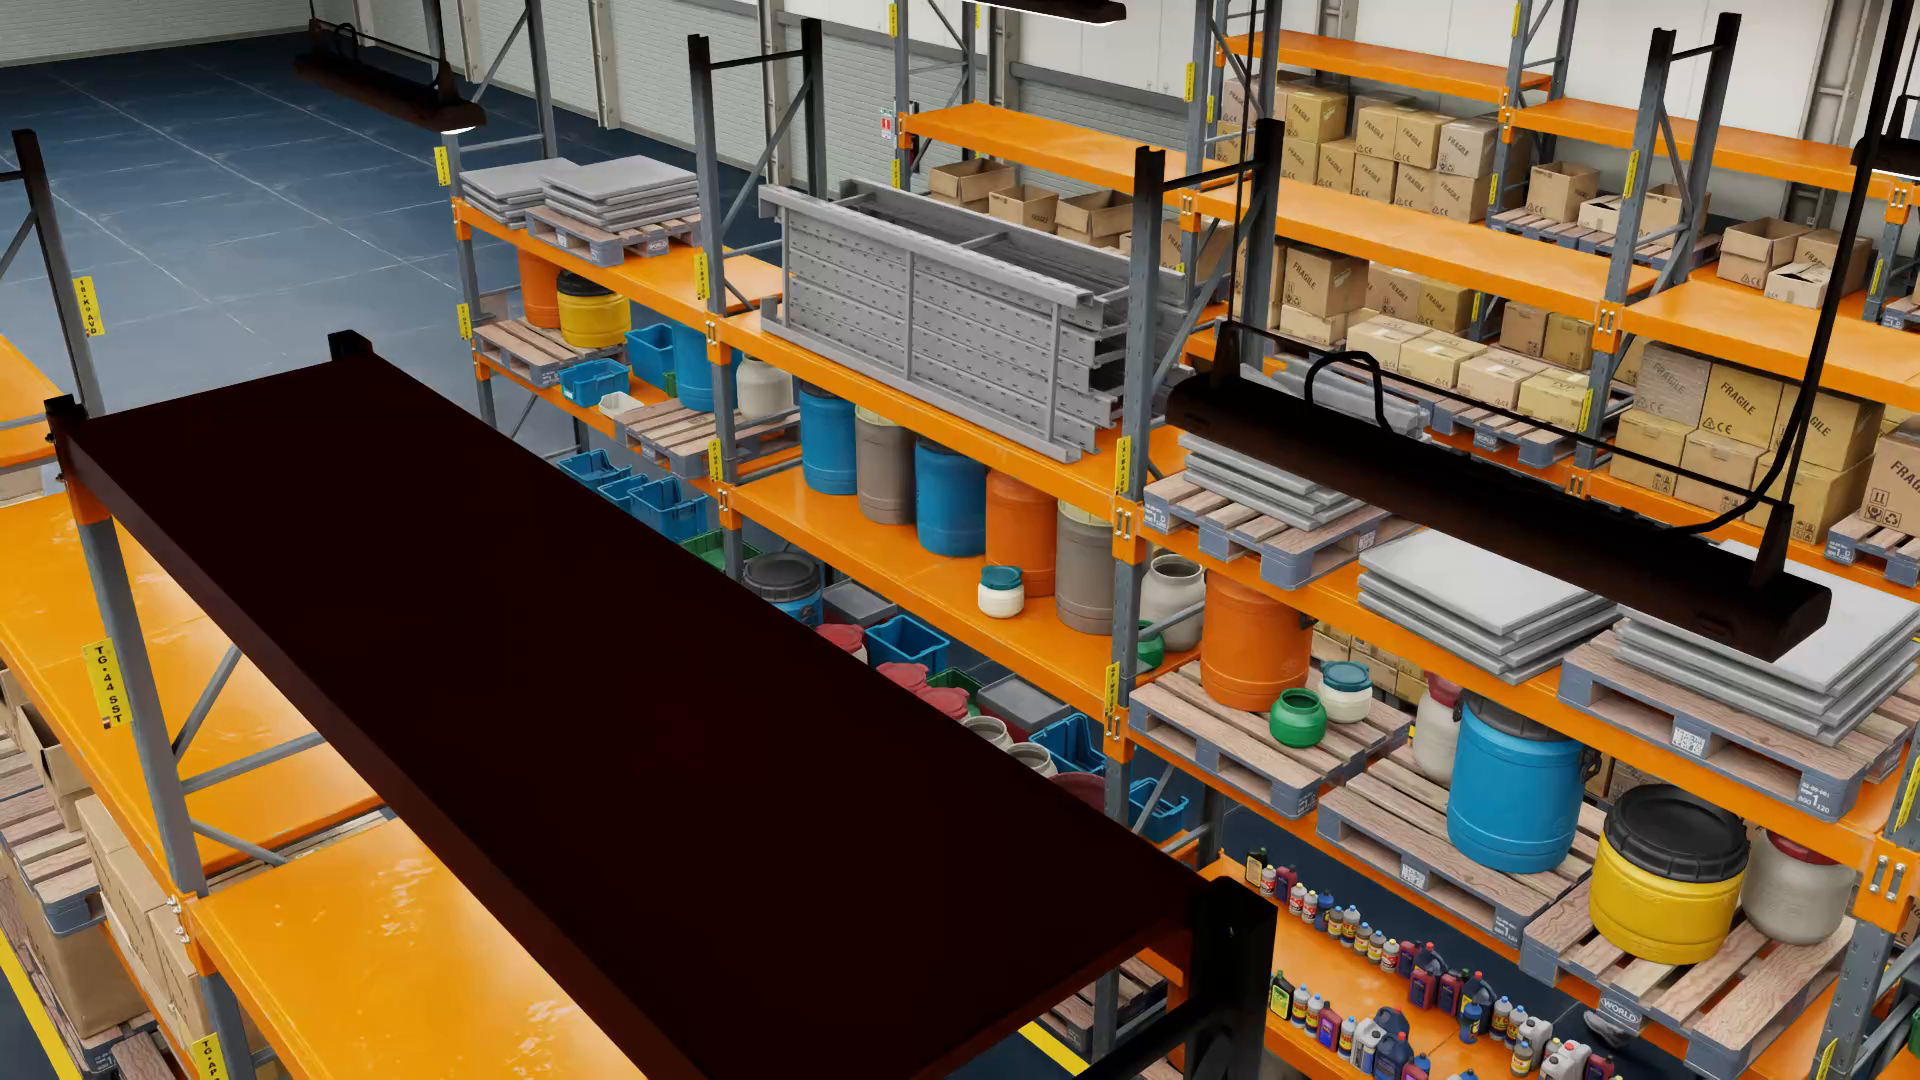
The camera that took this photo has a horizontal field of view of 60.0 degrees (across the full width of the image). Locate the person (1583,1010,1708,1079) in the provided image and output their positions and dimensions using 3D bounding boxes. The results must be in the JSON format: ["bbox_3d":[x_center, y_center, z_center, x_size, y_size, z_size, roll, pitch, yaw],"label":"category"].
[{"bbox_3d":[4.457,2.697,10.334,1.092,1.697,0.624,24,35,38],"label":"person"}]

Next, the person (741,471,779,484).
[{"bbox_3d":[-2.371,-1.440,18.435,0.683,1.750,0.530,-21,33,-35],"label":"person"}]
